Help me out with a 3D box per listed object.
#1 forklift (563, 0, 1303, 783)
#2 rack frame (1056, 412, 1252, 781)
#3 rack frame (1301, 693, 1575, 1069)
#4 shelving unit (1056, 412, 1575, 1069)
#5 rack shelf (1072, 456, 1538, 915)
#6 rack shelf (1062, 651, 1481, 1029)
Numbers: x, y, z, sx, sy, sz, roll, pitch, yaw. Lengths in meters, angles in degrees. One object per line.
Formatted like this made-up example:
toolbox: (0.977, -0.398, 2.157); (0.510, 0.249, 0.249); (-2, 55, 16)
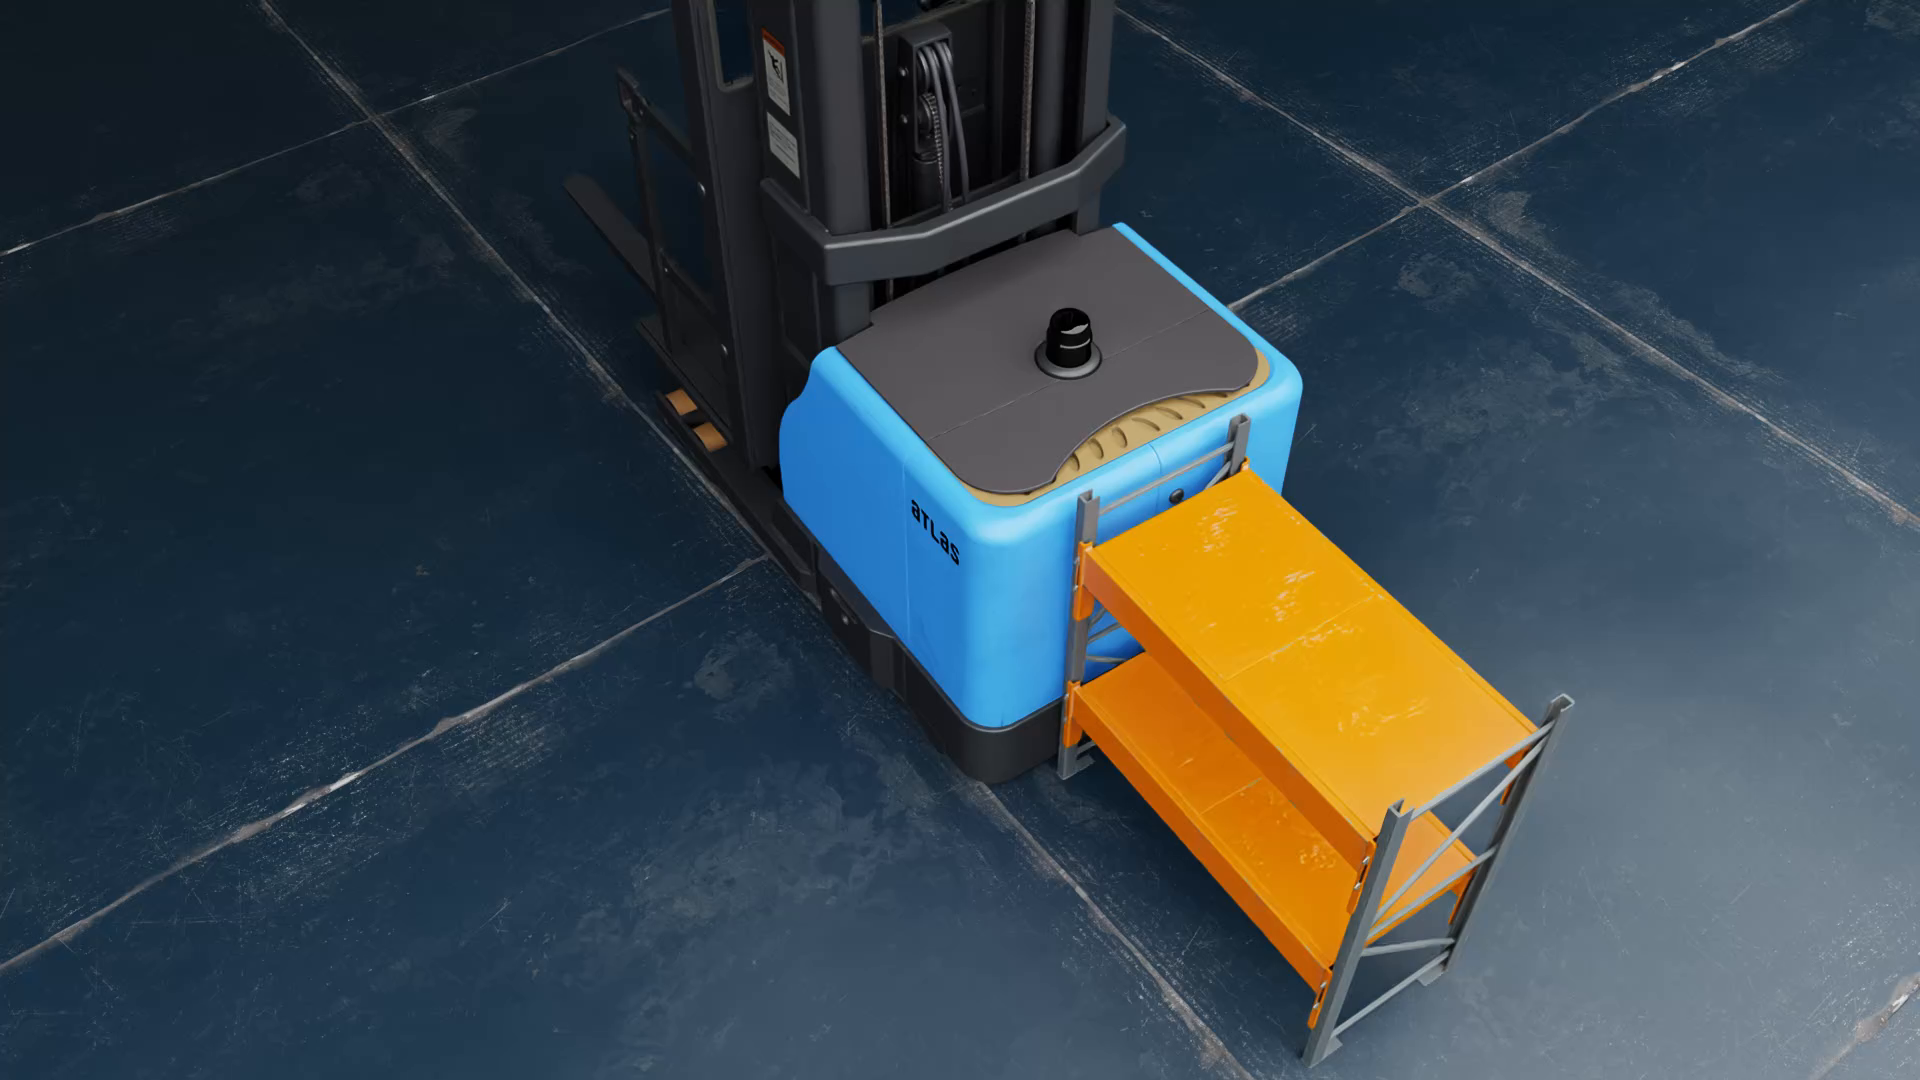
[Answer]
forklift: (-0.352, -1.387, 4.529); (1.130, 2.935, 3.031); (-27, 53, -22)
rack frame: (0.486, 0.182, 4.326); (0.500, 1.125, 0.032); (-27, 53, -22)
rack frame: (1.054, 0.807, 3.760); (0.500, 1.125, 0.032); (-27, 53, -22)
shelving unit: (0.770, 0.494, 4.043); (0.538, 1.125, 1.048); (-27, 53, -22)
rack shelf: (0.770, 0.298, 3.826); (0.538, 0.278, 1.000); (-27, 53, -22)
rack shelf: (0.770, 0.658, 4.224); (0.538, 0.278, 1.000); (-27, 53, -22)
